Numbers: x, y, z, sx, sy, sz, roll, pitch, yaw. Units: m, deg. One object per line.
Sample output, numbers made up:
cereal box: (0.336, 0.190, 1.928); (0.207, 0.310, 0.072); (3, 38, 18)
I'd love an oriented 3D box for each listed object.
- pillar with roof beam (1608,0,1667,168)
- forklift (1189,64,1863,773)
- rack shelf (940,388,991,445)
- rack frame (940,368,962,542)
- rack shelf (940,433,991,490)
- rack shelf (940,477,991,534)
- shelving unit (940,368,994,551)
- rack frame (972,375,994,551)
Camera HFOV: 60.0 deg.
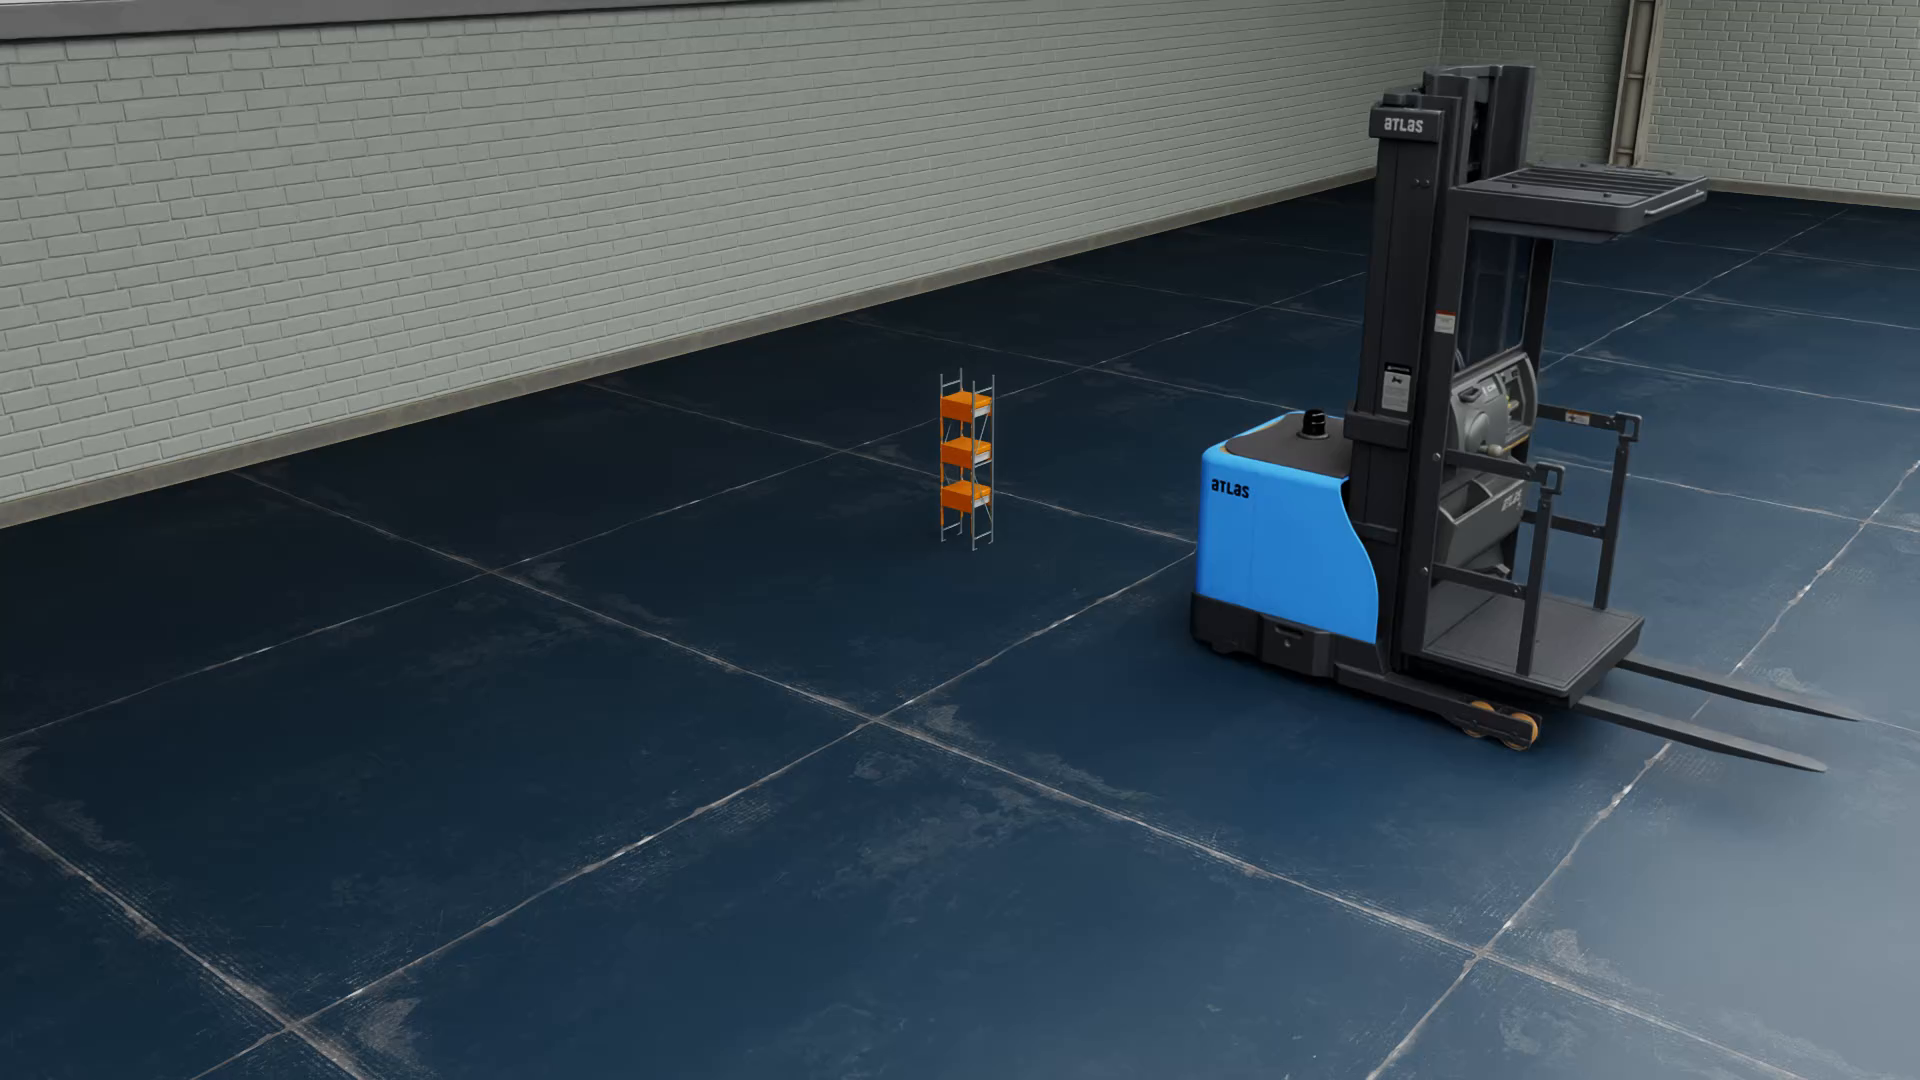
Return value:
pillar with roof beam: (6.678, -8.091, 18.869); (0.400, 9.000, 9.100); (16, 26, 36)
forklift: (2.659, -0.621, 7.660); (3.031, 2.935, 1.130); (16, 26, 36)
rack shelf: (0.041, -0.735, 9.855); (0.240, 0.259, 0.215); (16, 26, 36)
rack frame: (-0.053, -0.507, 10.023); (0.008, 1.050, 0.200); (16, 26, 36)
rack shelf: (0.041, -0.469, 9.955); (0.240, 0.259, 0.215); (16, 26, 36)
rack shelf: (0.041, -0.209, 10.053); (0.240, 0.259, 0.215); (16, 26, 36)
shelving unit: (0.041, -0.479, 9.951); (0.252, 1.050, 0.215); (16, 26, 36)
rack frame: (0.136, -0.452, 9.879); (0.008, 1.050, 0.200); (16, 26, 36)
